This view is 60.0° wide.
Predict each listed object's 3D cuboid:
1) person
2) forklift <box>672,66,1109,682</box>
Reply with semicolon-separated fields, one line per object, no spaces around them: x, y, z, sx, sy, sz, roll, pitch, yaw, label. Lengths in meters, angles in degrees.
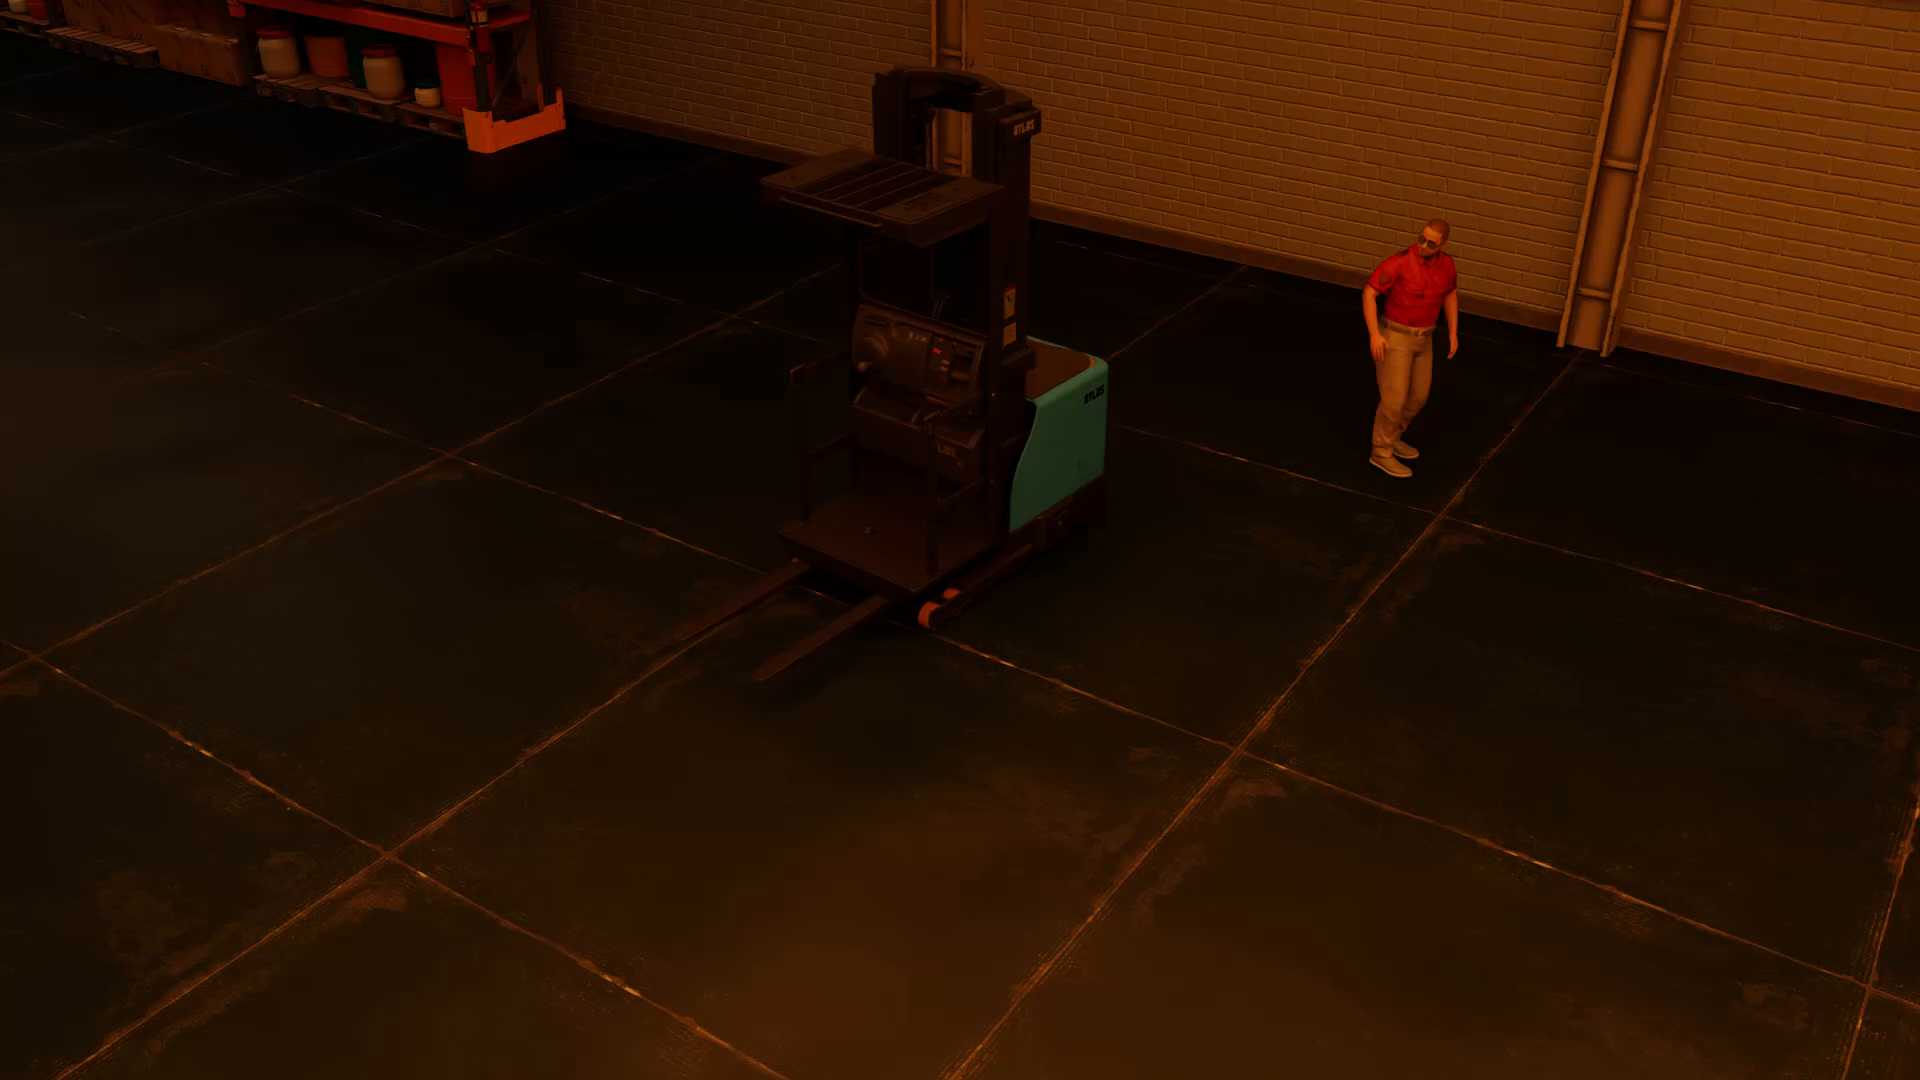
3.032;-1.297;11.034;0.748;1.709;0.520;-17;34;-26;person
-0.377;-1.026;9.348;1.130;2.935;3.031;22;37;33;forklift
